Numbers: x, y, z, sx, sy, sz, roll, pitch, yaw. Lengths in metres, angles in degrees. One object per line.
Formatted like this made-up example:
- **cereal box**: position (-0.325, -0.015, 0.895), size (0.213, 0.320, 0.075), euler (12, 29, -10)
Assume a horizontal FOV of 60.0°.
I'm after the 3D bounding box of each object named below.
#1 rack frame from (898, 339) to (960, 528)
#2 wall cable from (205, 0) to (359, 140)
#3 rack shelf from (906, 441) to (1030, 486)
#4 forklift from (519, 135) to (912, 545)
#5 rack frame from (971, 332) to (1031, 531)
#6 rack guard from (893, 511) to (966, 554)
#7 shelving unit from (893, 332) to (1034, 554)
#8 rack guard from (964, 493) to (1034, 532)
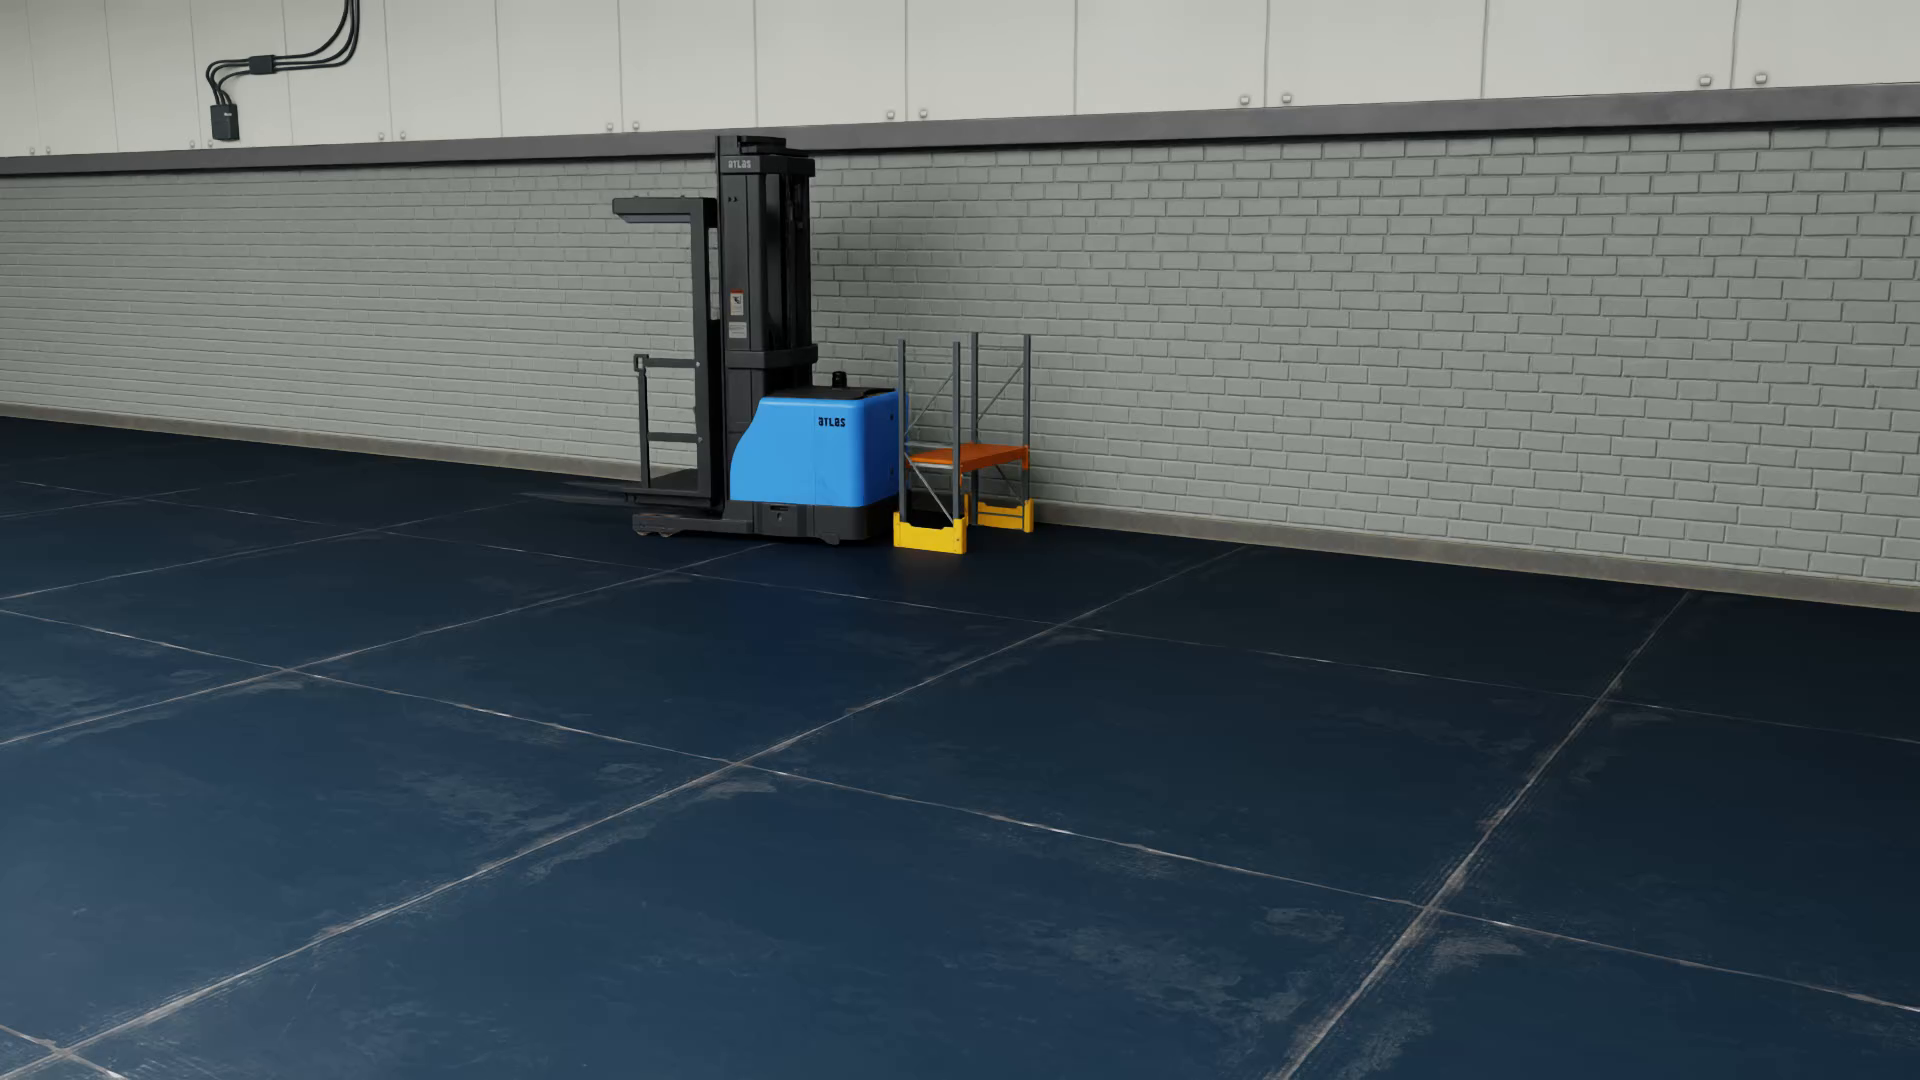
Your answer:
- **rack frame**: position (-0.220, -0.671, 11.875), size (0.500, 1.500, 0.032), euler (6, 12, 31)
- **wall cable**: position (-6.867, -7.063, 16.398), size (2.305, 6.003, 0.169), euler (6, 12, 31)
- **rack shelf**: position (0.044, -0.574, 12.335), size (0.538, 0.185, 1.000), euler (6, 12, 31)
- **forklift**: position (-1.943, -1.548, 12.674), size (3.031, 2.935, 1.130), euler (4, 11, 20)
- **rack frame**: position (0.308, -0.831, 12.729), size (0.500, 1.500, 0.032), euler (6, 12, 31)
- **rack guard**: position (-0.219, -0.057, 11.991), size (0.587, 0.250, 0.087), euler (6, 12, 31)
- **shelving unit**: position (0.040, -0.749, 12.295), size (0.587, 1.500, 1.083), euler (6, 12, 31)
- **rack guard**: position (0.298, -0.213, 12.828), size (0.587, 0.250, 0.087), euler (6, 12, 31)
